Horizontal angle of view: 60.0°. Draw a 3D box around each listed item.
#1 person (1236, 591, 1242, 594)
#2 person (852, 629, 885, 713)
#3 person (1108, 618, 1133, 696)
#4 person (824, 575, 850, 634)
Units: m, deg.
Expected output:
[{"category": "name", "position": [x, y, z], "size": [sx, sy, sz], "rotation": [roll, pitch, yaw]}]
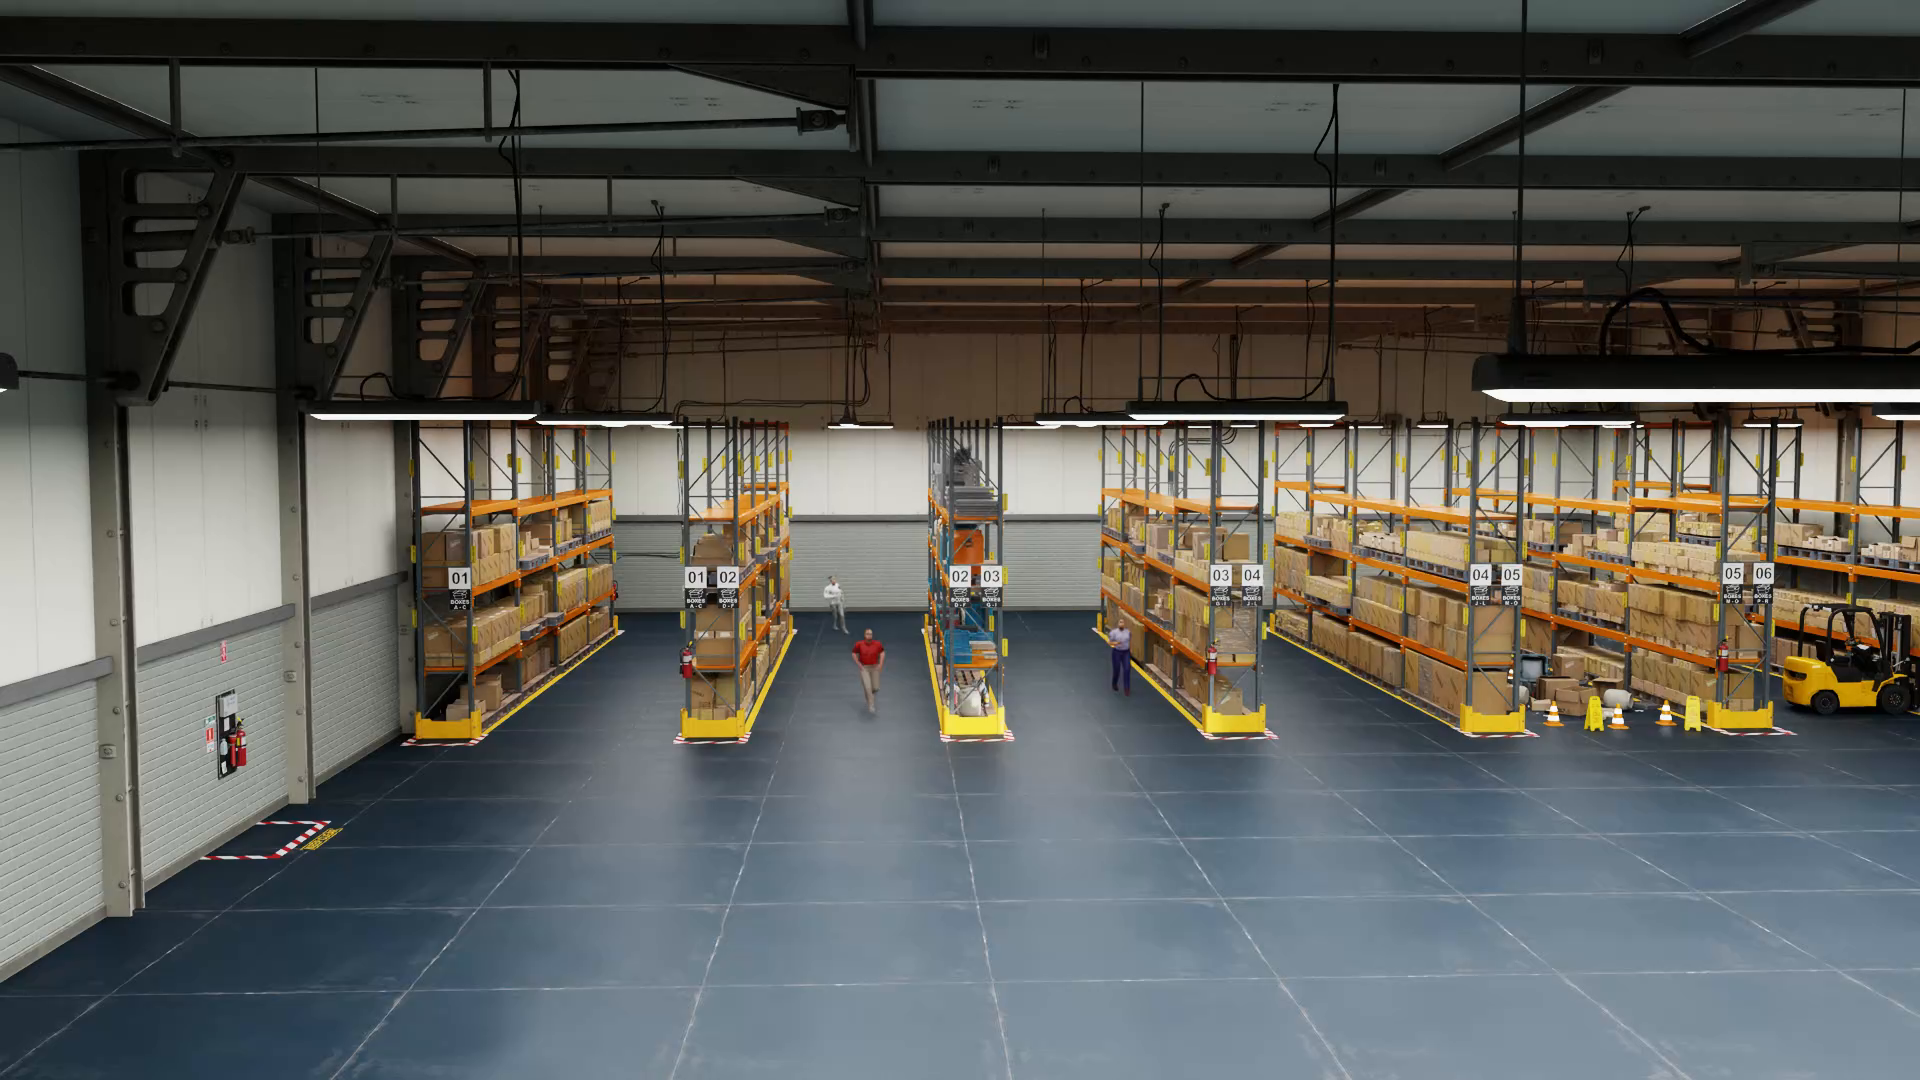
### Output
[{"category": "person", "position": [7.793, 1.822, 47.727], "size": [0.679, 1.628, 0.545], "rotation": [1, 4, 19]}, {"category": "person", "position": [-1.880, 2.698, 34.145], "size": [0.684, 1.629, 0.623], "rotation": [-1, 4, -10]}, {"category": "person", "position": [3.499, 2.512, 36.121], "size": [0.602, 1.645, 0.913], "rotation": [0, 4, -7]}, {"category": "person", "position": [-3.587, 1.815, 47.203], "size": [0.633, 1.675, 0.886], "rotation": [-2, 4, -29]}]
